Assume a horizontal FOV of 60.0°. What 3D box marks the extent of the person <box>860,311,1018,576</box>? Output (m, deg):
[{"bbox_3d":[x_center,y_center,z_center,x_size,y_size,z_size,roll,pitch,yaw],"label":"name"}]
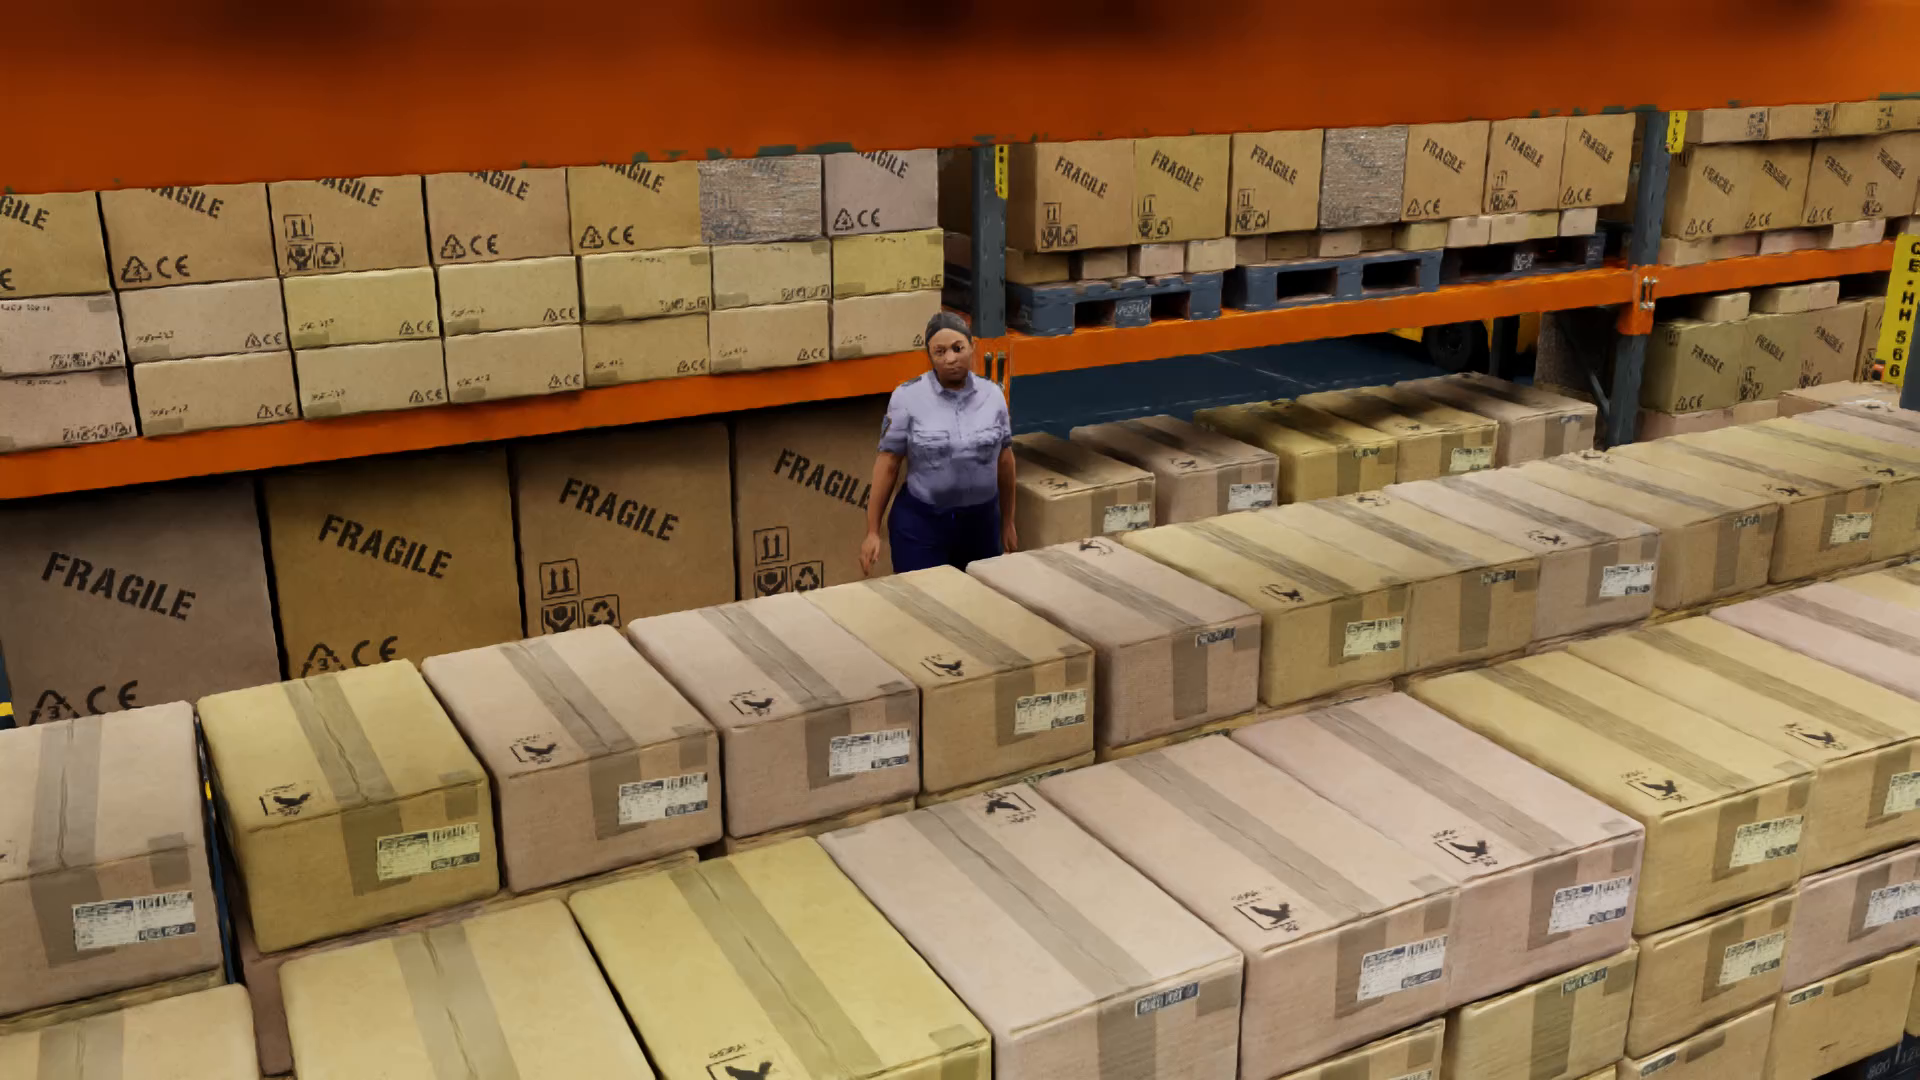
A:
[{"bbox_3d":[-0.047,-0.026,6.116,0.671,1.636,0.569,-8,20,-23],"label":"person"}]
